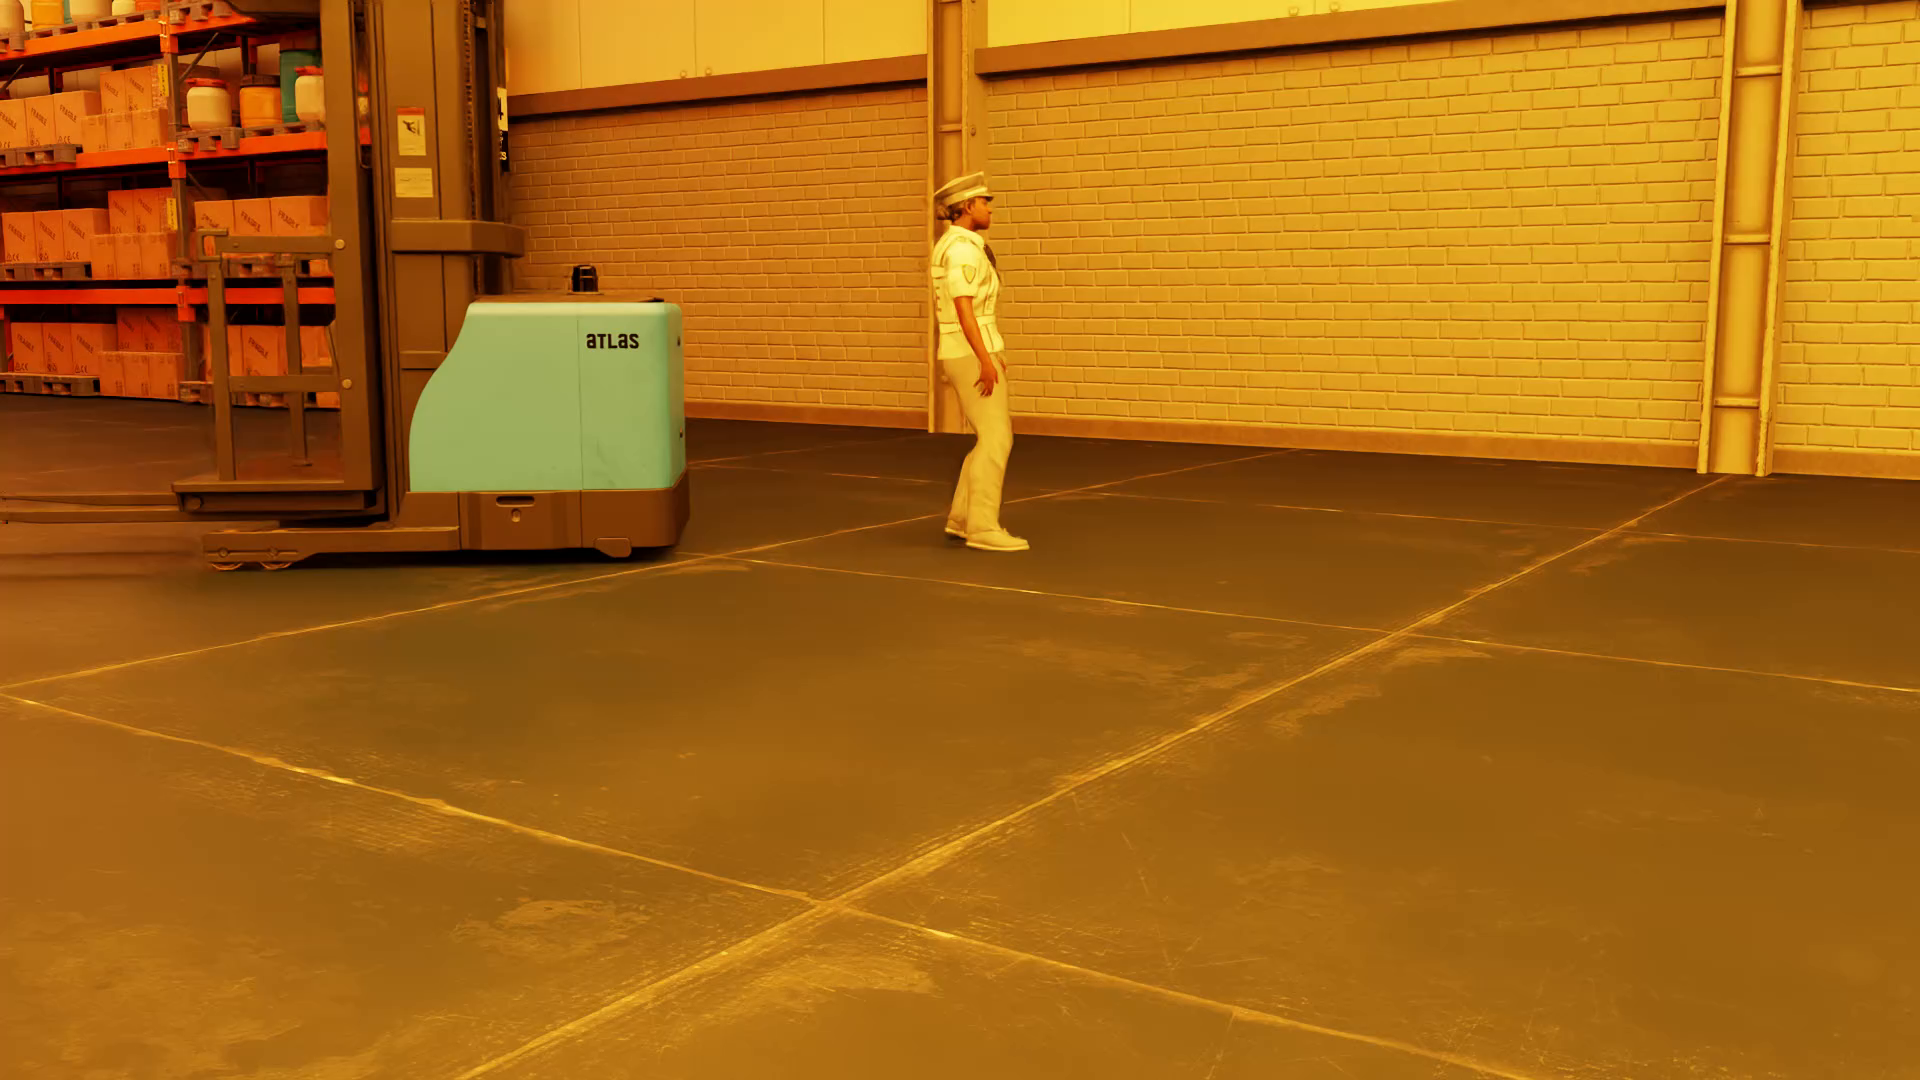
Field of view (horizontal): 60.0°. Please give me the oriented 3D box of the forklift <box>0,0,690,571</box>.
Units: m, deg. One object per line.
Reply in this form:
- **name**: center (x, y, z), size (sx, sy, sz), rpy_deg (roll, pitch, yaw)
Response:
- **forklift**: center (-2.739, -1.405, 7.071), size (3.031, 2.935, 1.130), rpy_deg (-1, 8, -6)

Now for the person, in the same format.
- **person**: center (0.083, -0.807, 7.460), size (0.428, 1.672, 0.663), rpy_deg (0, 8, -1)
